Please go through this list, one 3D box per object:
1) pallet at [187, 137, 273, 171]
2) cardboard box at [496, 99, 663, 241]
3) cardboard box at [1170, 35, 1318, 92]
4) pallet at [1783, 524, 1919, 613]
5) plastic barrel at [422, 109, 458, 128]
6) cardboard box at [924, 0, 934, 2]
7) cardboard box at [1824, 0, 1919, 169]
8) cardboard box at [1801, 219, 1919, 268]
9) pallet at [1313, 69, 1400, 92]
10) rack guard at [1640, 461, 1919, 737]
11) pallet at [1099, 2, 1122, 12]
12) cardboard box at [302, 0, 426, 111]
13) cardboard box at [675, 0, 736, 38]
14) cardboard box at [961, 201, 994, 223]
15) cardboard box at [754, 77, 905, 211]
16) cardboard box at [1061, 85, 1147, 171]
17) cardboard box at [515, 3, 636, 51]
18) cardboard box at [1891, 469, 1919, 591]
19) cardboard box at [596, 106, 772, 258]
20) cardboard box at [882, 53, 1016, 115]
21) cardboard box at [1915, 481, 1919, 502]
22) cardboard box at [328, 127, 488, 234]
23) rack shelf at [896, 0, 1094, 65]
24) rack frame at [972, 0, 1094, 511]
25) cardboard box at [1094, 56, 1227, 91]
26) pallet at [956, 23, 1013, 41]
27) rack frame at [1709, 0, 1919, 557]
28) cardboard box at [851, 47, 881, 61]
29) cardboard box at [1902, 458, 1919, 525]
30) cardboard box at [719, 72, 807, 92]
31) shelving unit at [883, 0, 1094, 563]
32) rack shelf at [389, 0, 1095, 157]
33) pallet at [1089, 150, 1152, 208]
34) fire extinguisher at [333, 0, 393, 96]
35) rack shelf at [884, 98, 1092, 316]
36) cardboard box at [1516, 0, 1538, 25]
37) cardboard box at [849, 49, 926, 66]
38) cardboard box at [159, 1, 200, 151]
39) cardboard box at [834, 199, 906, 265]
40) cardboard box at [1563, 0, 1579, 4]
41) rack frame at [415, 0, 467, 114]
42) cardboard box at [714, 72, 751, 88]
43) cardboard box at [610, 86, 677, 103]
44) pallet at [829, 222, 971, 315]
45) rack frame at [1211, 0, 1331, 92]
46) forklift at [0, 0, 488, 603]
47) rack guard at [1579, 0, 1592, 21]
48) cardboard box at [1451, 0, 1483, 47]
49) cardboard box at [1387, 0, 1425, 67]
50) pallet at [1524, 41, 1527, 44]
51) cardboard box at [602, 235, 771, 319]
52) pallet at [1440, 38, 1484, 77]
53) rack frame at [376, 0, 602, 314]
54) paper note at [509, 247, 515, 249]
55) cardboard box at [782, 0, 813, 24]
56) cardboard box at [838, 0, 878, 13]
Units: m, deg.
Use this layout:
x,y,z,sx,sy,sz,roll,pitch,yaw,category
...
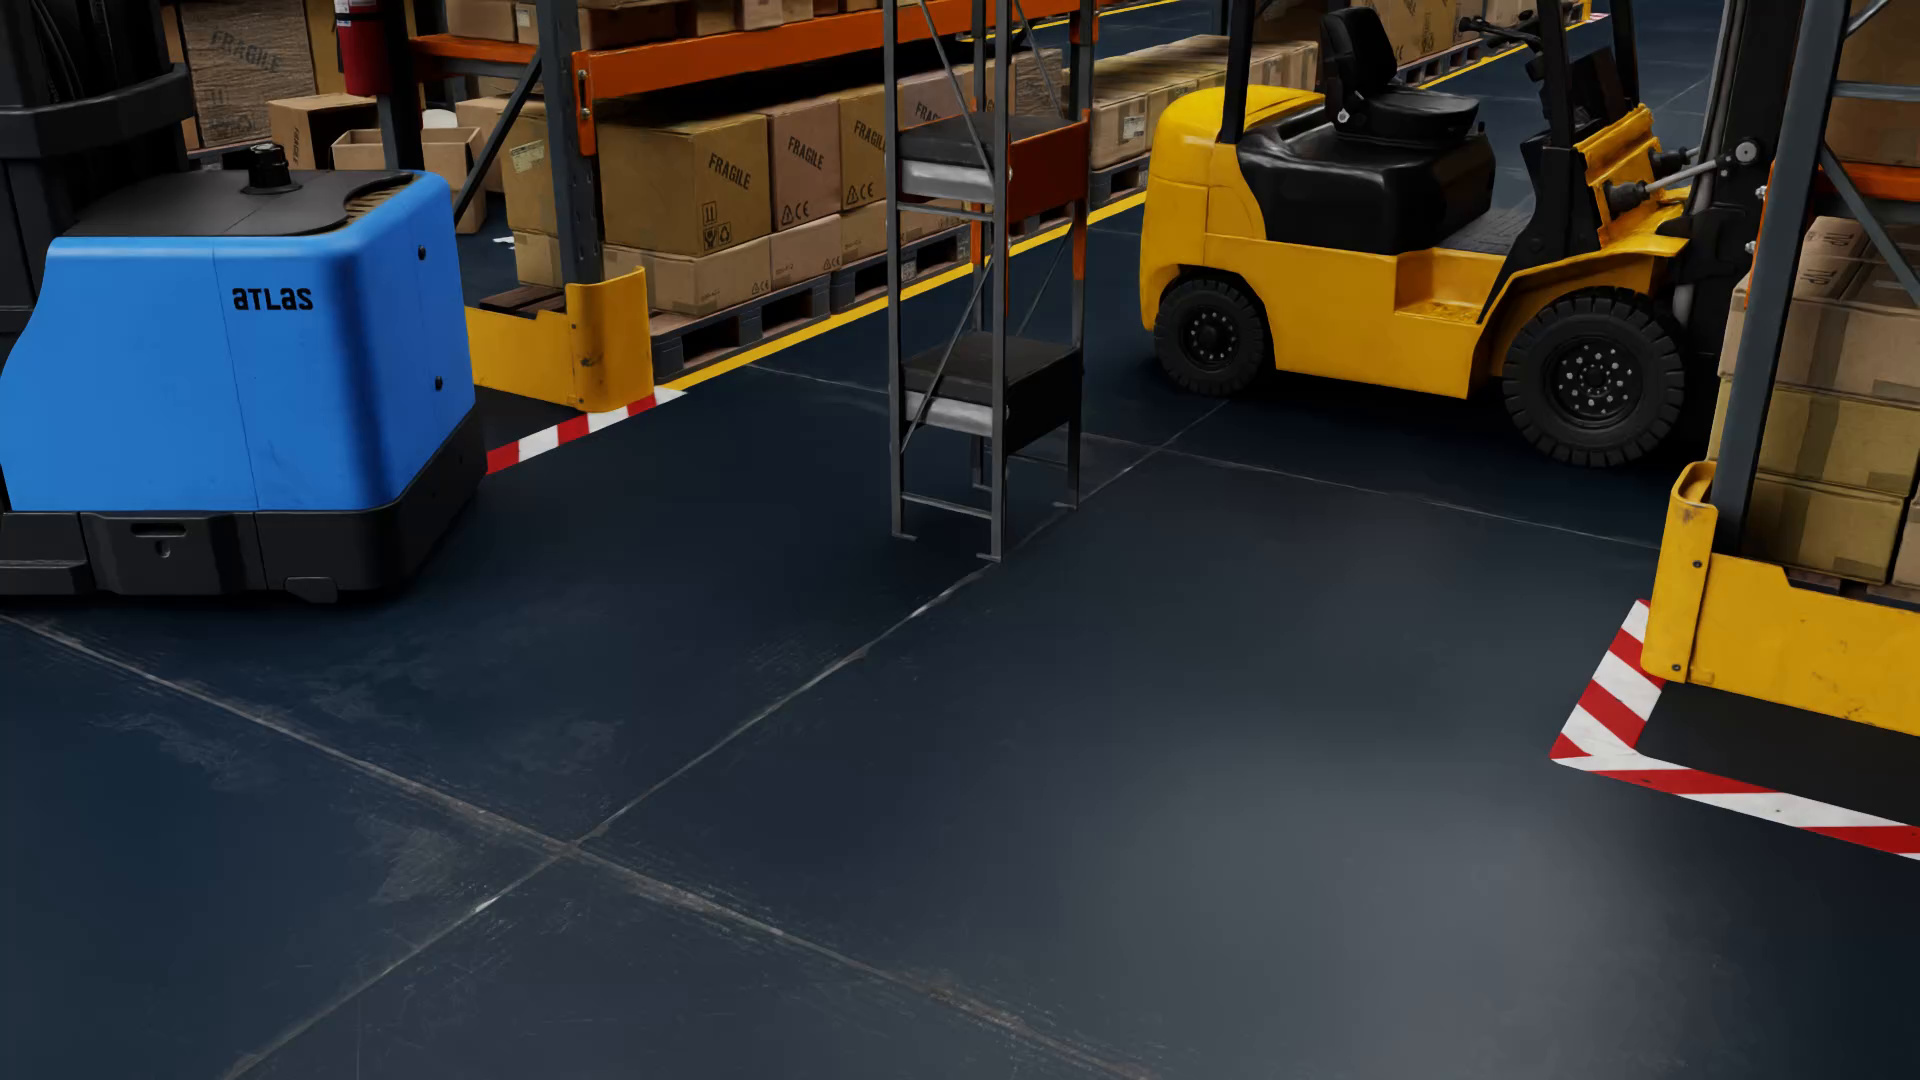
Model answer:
x,y,z,sx,sy,sz,roll,pitch,yaw,category
-5.075,-2.427,10.591,1.003,0.211,1.213,14,27,29,pallet
-1.615,-1.607,7.176,0.500,0.500,0.500,14,27,29,cardboard box
2.097,-3.506,12.351,0.950,0.372,0.625,12,26,25,cardboard box
2.770,0.044,4.882,1.003,0.211,1.213,14,27,29,pallet
-3.260,-2.474,10.432,0.421,0.421,0.512,-7,24,-17,plastic barrel
-0.311,-2.646,7.903,0.380,0.149,0.250,13,27,28,cardboard box
2.439,-1.235,4.202,0.500,0.500,0.500,13,27,28,cardboard box
2.645,-0.753,4.887,0.500,0.250,0.500,14,27,30,cardboard box
2.883,-3.678,13.481,1.003,0.211,1.213,14,27,29,pallet
2.390,0.187,4.189,1.175,0.500,0.348,14,27,29,rack guard
1.222,-6.429,19.834,1.003,0.211,1.213,14,27,29,pallet
-4.356,-3.381,11.430,0.875,0.875,0.875,14,27,30,cardboard box
-1.131,-2.124,6.697,0.380,0.149,0.250,13,27,27,cardboard box
-0.062,-1.851,8.682,0.500,0.250,0.500,13,27,28,cardboard box
-0.600,-1.850,7.736,0.500,0.500,0.500,14,27,30,cardboard box
0.568,-2.522,10.079,0.950,0.372,0.625,14,27,30,cardboard box
-1.461,-1.963,6.326,0.380,0.149,0.250,14,27,29,cardboard box
2.828,-0.024,4.463,0.500,0.250,0.500,14,27,29,cardboard box
-1.144,-1.505,6.939,0.500,0.500,0.500,13,27,27,cardboard box
-0.057,-2.205,8.555,0.500,0.500,0.500,14,27,30,cardboard box
2.827,-0.244,4.341,0.500,0.250,0.500,14,27,30,cardboard box
-3.041,-1.985,9.202,0.797,0.503,0.637,-3,24,-7,cardboard box
0.087,-1.649,4.689,0.431,0.518,0.480,14,27,29,rack shelf
0.216,-1.102,5.152,0.400,2.100,0.015,14,27,29,rack frame
1.310,-3.000,11.184,0.950,0.372,0.625,15,28,31,cardboard box
-0.155,-5.518,17.731,1.003,0.211,1.213,14,27,29,pallet
2.402,-0.968,3.711,1.000,3.000,0.127,14,27,29,rack frame
-0.634,-2.584,8.616,0.380,0.149,0.250,15,28,31,cardboard box
2.652,-0.290,5.077,0.500,0.250,0.500,14,27,29,cardboard box
-1.071,-1.953,7.975,0.500,0.500,0.500,13,27,28,cardboard box
0.087,-1.019,4.962,0.431,2.100,0.503,14,27,29,shelving unit
-0.762,-2.352,7.814,1.077,0.370,4.000,14,27,29,rack shelf
0.703,-2.341,10.392,1.003,0.211,1.213,14,27,29,pallet
-2.268,-2.030,6.261,0.296,0.674,0.183,14,27,29,fire extinguisher
0.087,-1.007,4.967,0.431,0.518,0.480,14,27,29,rack shelf
5.407,-5.566,17.028,0.875,0.438,0.875,13,27,27,cardboard box
-0.520,-2.307,8.791,0.500,0.500,0.500,15,28,31,cardboard box
-5.311,-2.768,10.015,0.875,0.875,0.875,13,27,28,cardboard box
-0.603,-1.510,7.895,0.500,0.250,0.500,16,28,32,cardboard box
6.360,-6.181,18.448,0.875,0.438,0.875,13,27,27,cardboard box
-3.965,-4.361,11.547,1.000,3.000,0.127,14,27,29,rack frame
-1.203,-2.216,7.765,0.380,0.149,0.250,15,28,31,cardboard box
-1.479,-2.043,7.366,0.380,0.149,0.250,15,27,30,cardboard box
-0.673,-1.430,8.288,1.003,0.211,1.213,14,27,29,pallet
2.403,-4.707,12.348,1.000,3.000,0.127,14,27,29,rack frame
-3.107,-1.344,4.666,3.031,2.935,1.130,0,23,0,forklift
6.636,-6.269,19.101,1.175,0.500,0.348,14,27,29,rack guard
4.254,-5.049,15.284,0.875,0.875,0.875,15,27,31,cardboard box
3.312,-4.441,13.879,0.875,0.875,0.875,14,27,30,cardboard box
5.624,-5.431,17.531,1.003,0.211,1.213,14,27,29,pallet
-1.156,-1.153,7.069,0.500,0.250,0.500,14,27,29,cardboard box
4.170,-4.502,15.383,1.003,0.211,1.213,14,27,29,pallet
-1.816,-2.007,6.111,1.000,3.000,0.127,14,27,29,rack frame
-2.347,-1.561,8.844,0.032,0.001,0.123,14,27,29,paper note
-0.851,-2.294,7.091,0.380,0.149,0.250,15,27,30,cardboard box
-0.598,-2.479,7.517,0.380,0.149,0.250,13,27,28,cardboard box
